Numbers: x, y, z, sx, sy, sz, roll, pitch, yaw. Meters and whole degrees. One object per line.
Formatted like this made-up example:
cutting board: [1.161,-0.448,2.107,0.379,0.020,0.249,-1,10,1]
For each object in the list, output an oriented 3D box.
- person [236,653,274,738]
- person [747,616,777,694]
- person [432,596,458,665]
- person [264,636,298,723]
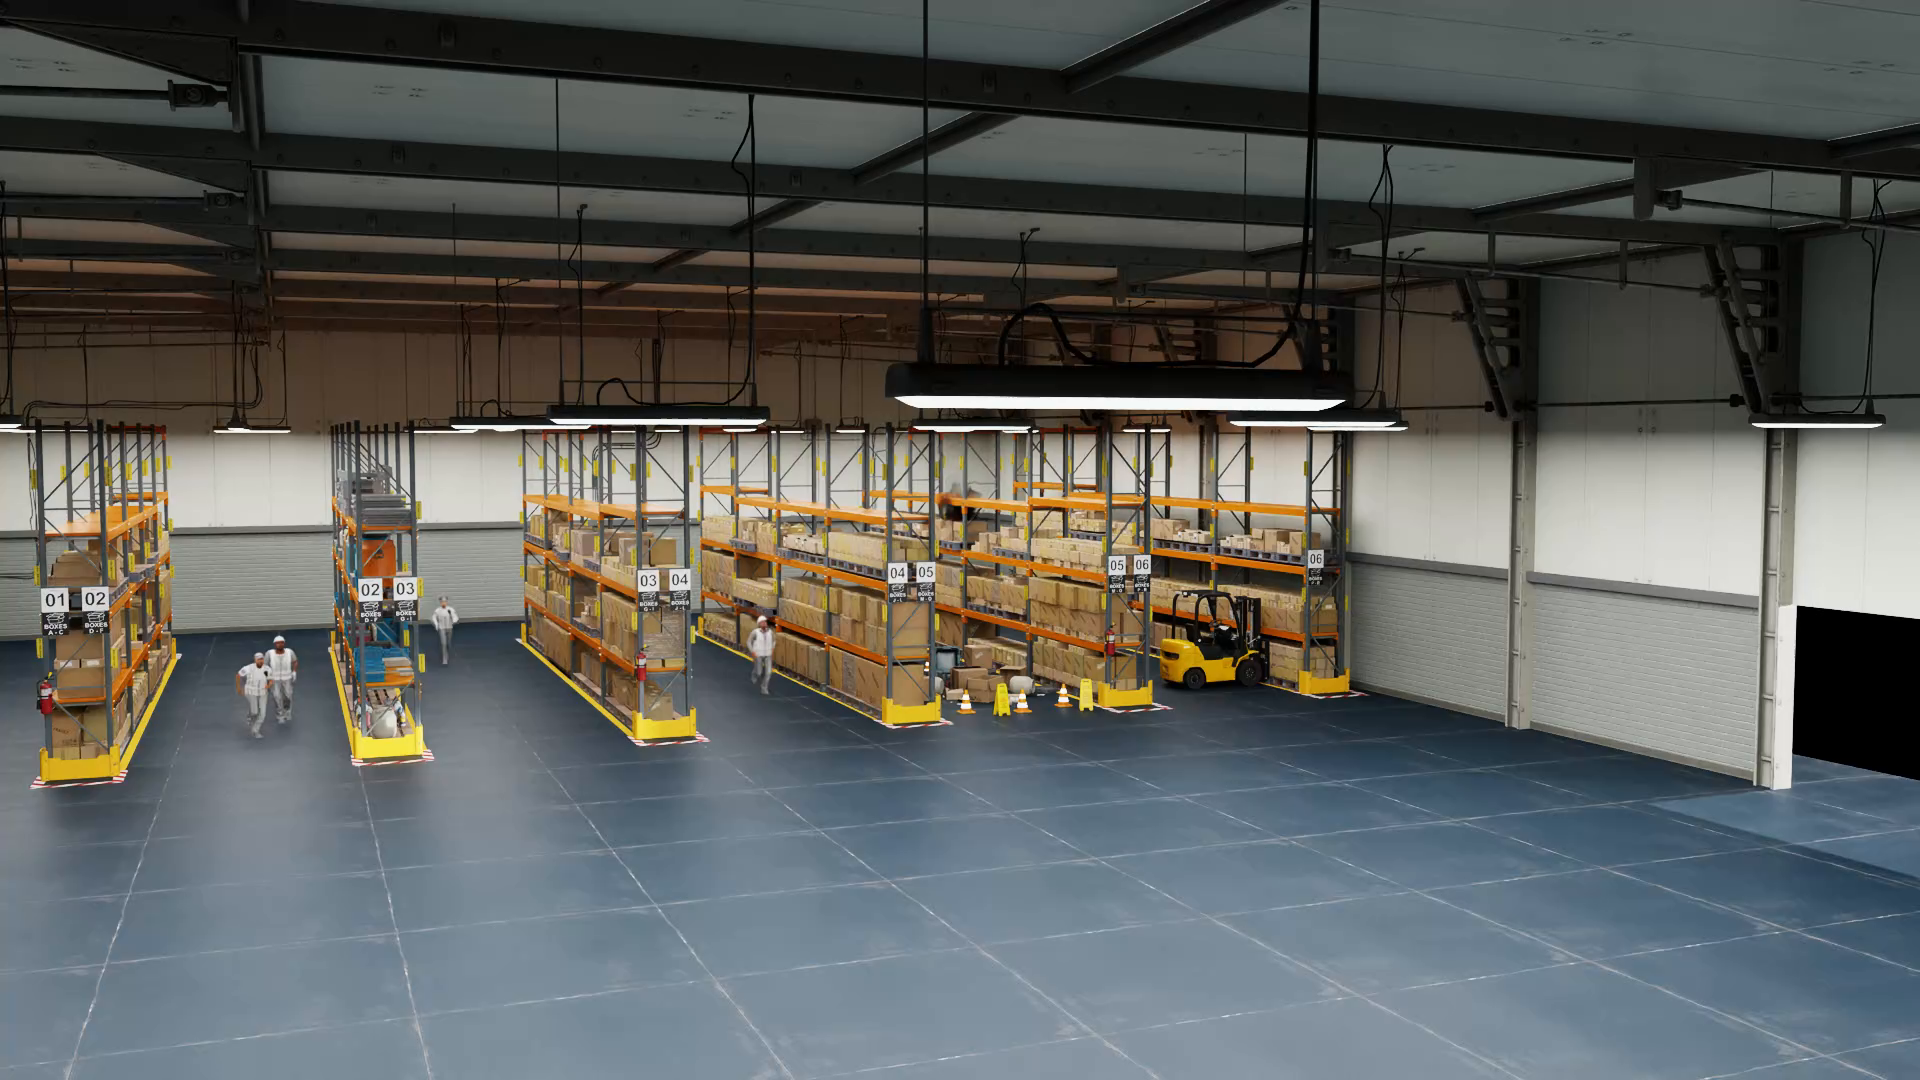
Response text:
person: [-13.373,2.955,31.623,0.645,1.620,0.624,-3,4,-37]
person: [-4.407,2.557,37.077,0.678,1.728,0.643,-2,4,-23]
person: [-12.926,2.245,41.790,0.610,1.689,0.860,-1,4,-22]
person: [-13.494,2.778,33.014,0.680,1.740,0.573,-2,4,-25]
